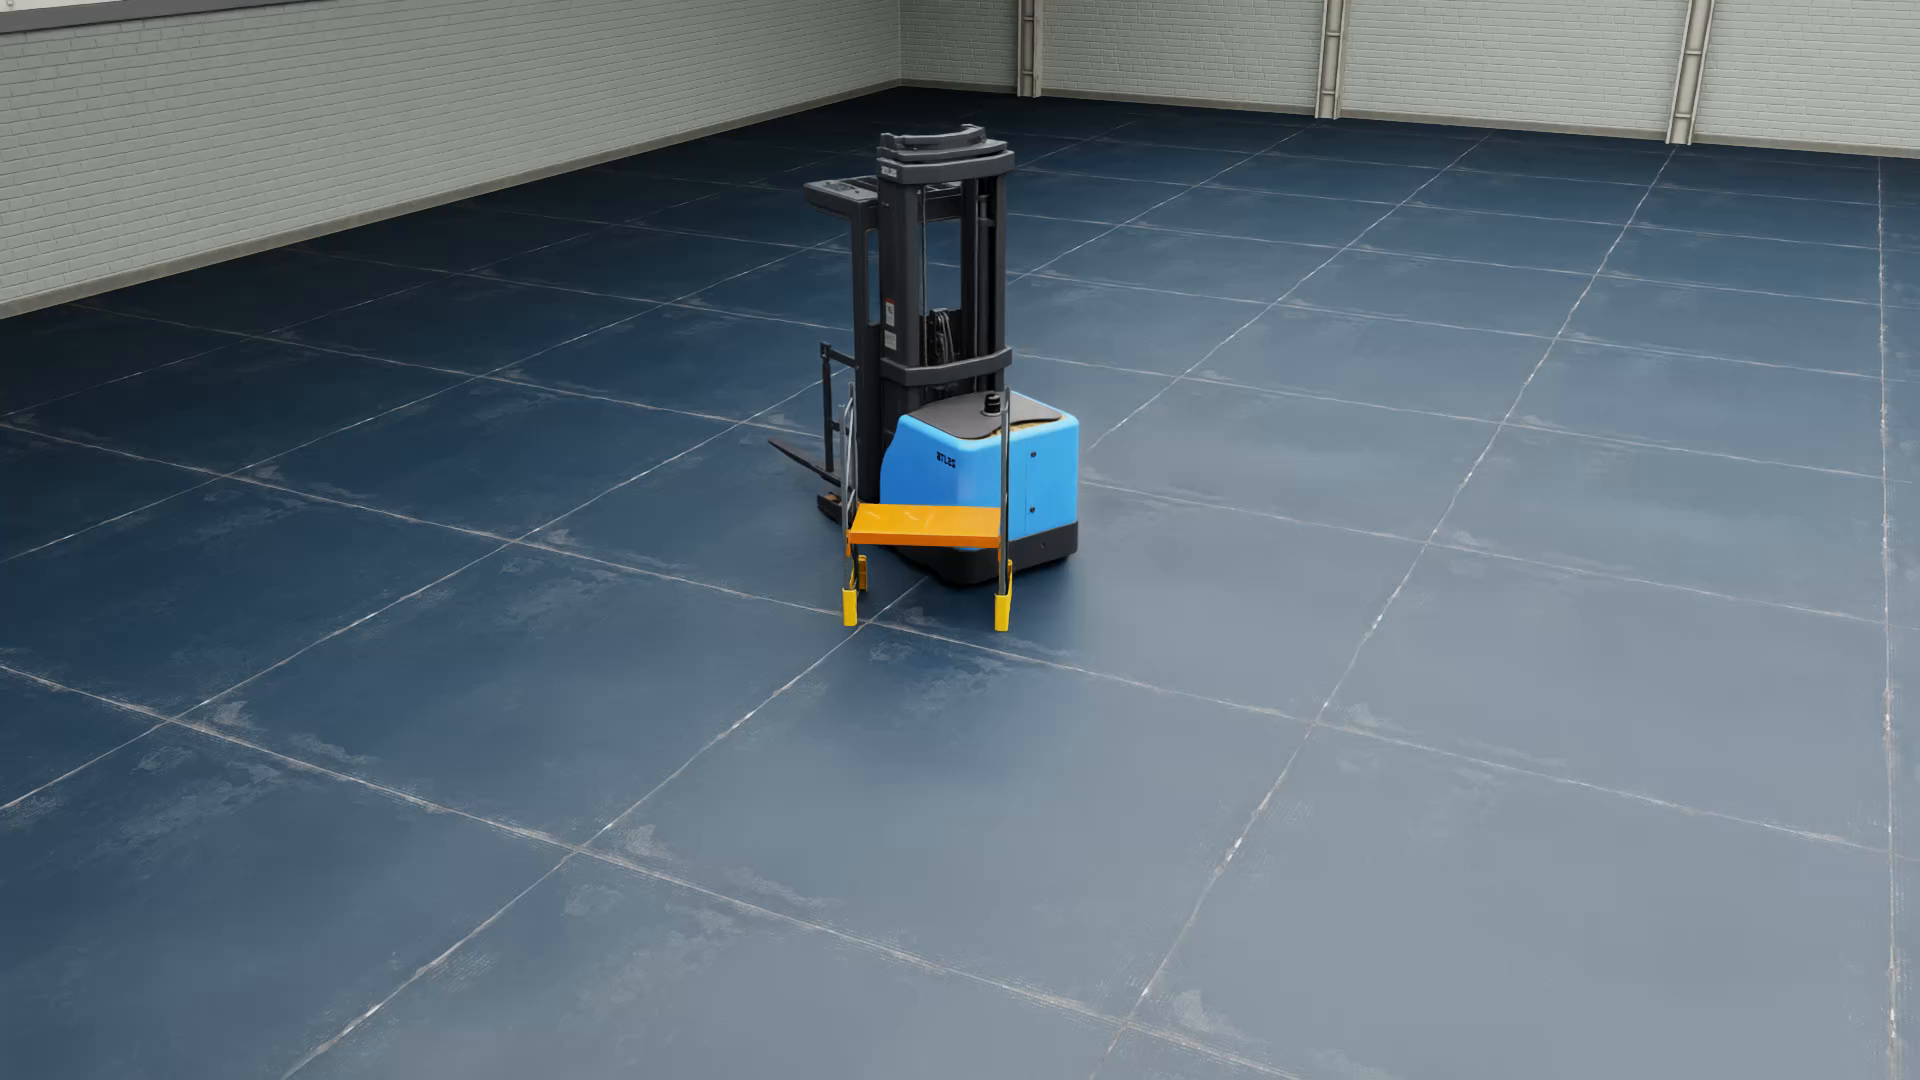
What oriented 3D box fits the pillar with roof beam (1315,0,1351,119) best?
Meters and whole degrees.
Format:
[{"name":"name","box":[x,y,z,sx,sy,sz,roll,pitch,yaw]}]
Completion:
[{"name":"pillar with roof beam","box":[4.785,-10.374,25.145,0.400,9.000,9.100,11,25,25]}]

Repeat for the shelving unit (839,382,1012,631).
[{"name":"shelving unit","box":[-0.206,-0.225,10.863,1.083,1.500,0.587,2,23,4]}]

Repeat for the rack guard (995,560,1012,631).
[{"name":"rack guard","box":[0.290,0.365,11.073,0.087,0.250,0.587,2,23,4]}]

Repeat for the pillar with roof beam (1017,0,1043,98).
[{"name":"pillar with roof beam","box":[-0.569,-11.433,27.636,0.400,9.000,9.100,11,25,25]}]

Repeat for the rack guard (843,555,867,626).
[{"name":"rack guard","box":[-0.703,0.335,11.143,0.087,0.250,0.587,2,23,4]}]

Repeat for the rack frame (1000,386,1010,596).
[{"name":"rack frame","box":[0.291,-0.210,10.828,0.032,1.500,0.500,2,23,4]}]

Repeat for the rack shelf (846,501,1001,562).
[{"name":"rack shelf","box":[-0.215,-0.060,10.934,1.000,0.185,0.538,2,23,4]}]

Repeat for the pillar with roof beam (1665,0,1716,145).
[{"name":"pillar with roof beam","box":[10.140,-9.314,22.654,0.400,9.000,9.100,11,25,25]}]

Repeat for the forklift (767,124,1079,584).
[{"name":"forklift","box":[-0.427,-1.566,12.188,1.130,2.935,3.031,-16,28,-32]}]

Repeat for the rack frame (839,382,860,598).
[{"name":"rack frame","box":[-0.722,-0.241,10.900,0.032,1.500,0.500,2,23,4]}]
